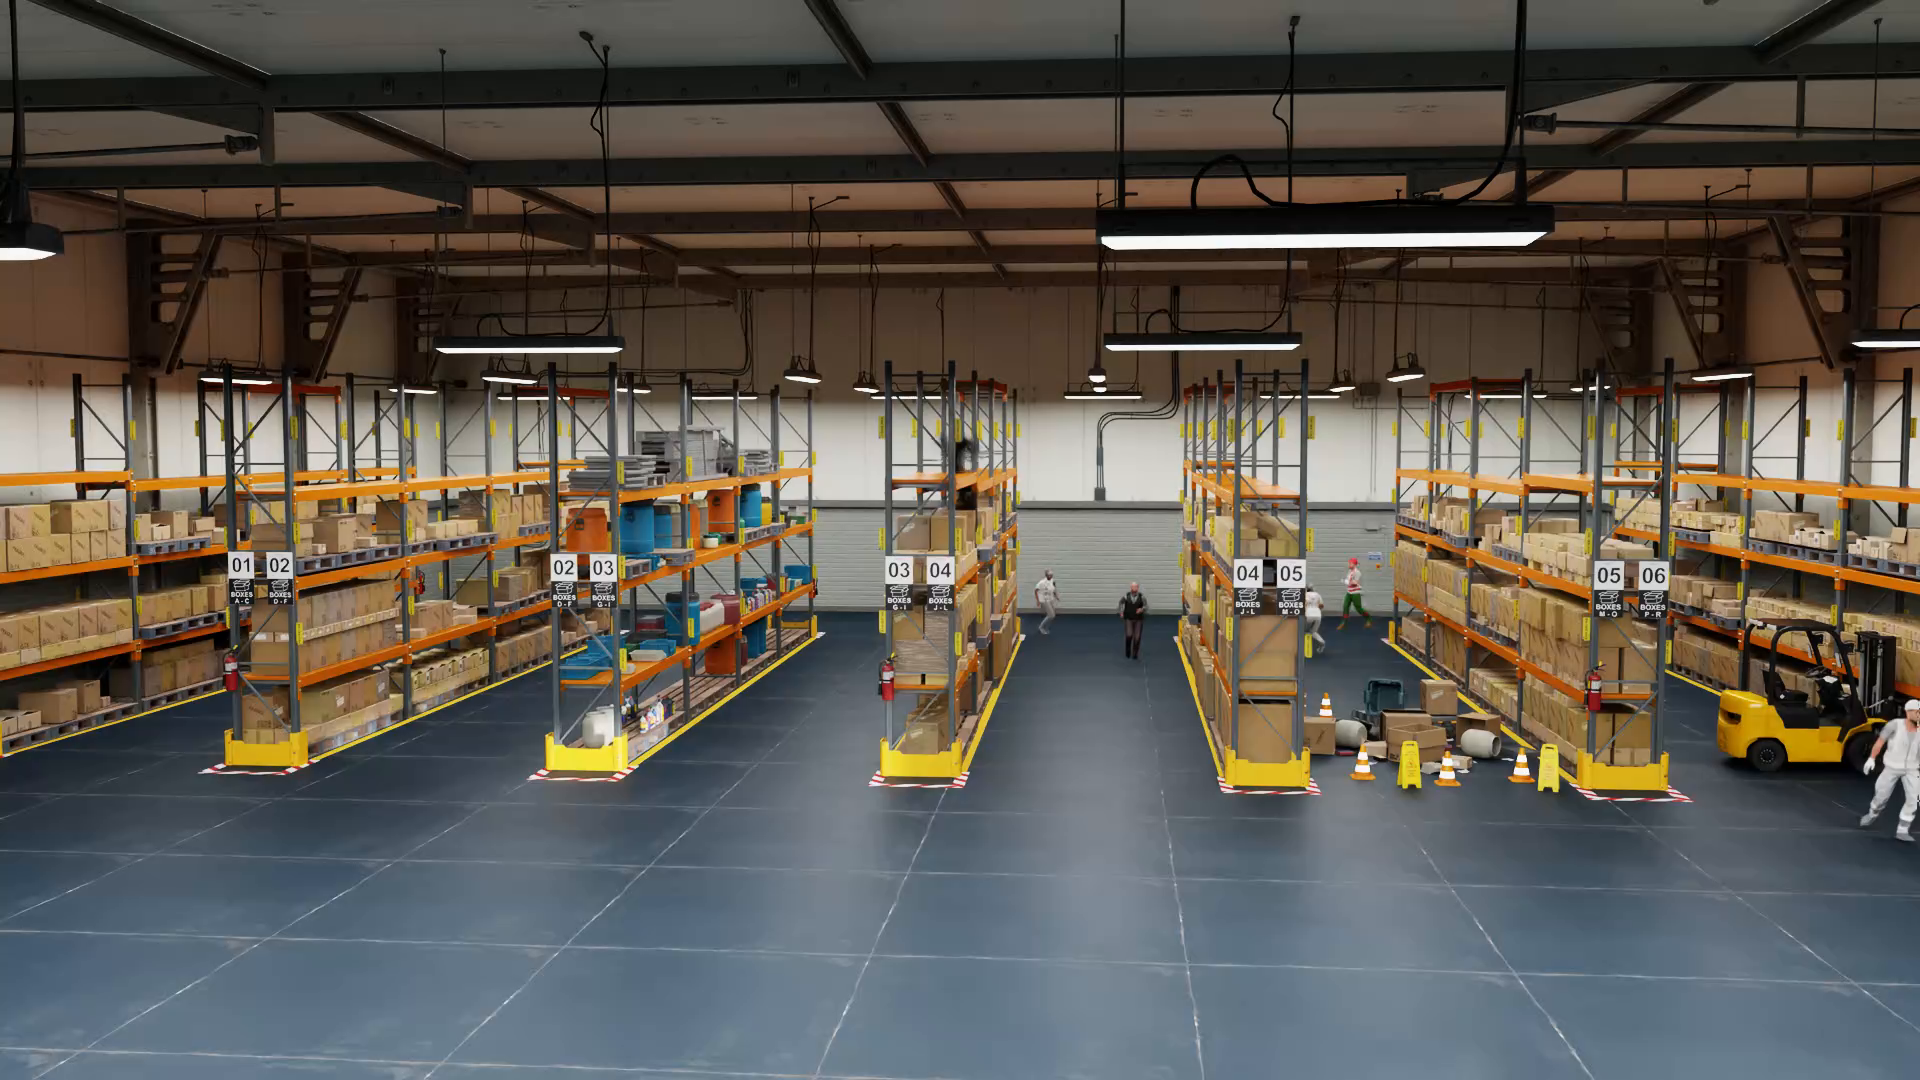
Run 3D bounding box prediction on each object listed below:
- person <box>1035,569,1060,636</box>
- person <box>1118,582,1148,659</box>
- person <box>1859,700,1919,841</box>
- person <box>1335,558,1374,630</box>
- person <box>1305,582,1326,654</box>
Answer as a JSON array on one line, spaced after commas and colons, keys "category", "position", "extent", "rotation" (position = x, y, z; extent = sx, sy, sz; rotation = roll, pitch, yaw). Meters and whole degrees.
[{"category": "person", "position": [2.128, 1.521, 40.671], "extent": [0.591, 1.659, 0.633], "rotation": [2, 4, 32]}, {"category": "person", "position": [3.783, 1.757, 36.260], "extent": [0.638, 1.681, 0.649], "rotation": [0, 4, 1]}, {"category": "person", "position": [11.524, 2.790, 20.475], "extent": [0.774, 1.732, 0.778], "rotation": [1, 4, 8]}, {"category": "person", "position": [9.853, 1.343, 41.521], "extent": [0.991, 1.788, 0.667], "rotation": [-1, 4, -12]}, {"category": "person", "position": [7.905, 1.764, 37.235], "extent": [0.608, 1.616, 0.713], "rotation": [-1, 4, -20]}]
